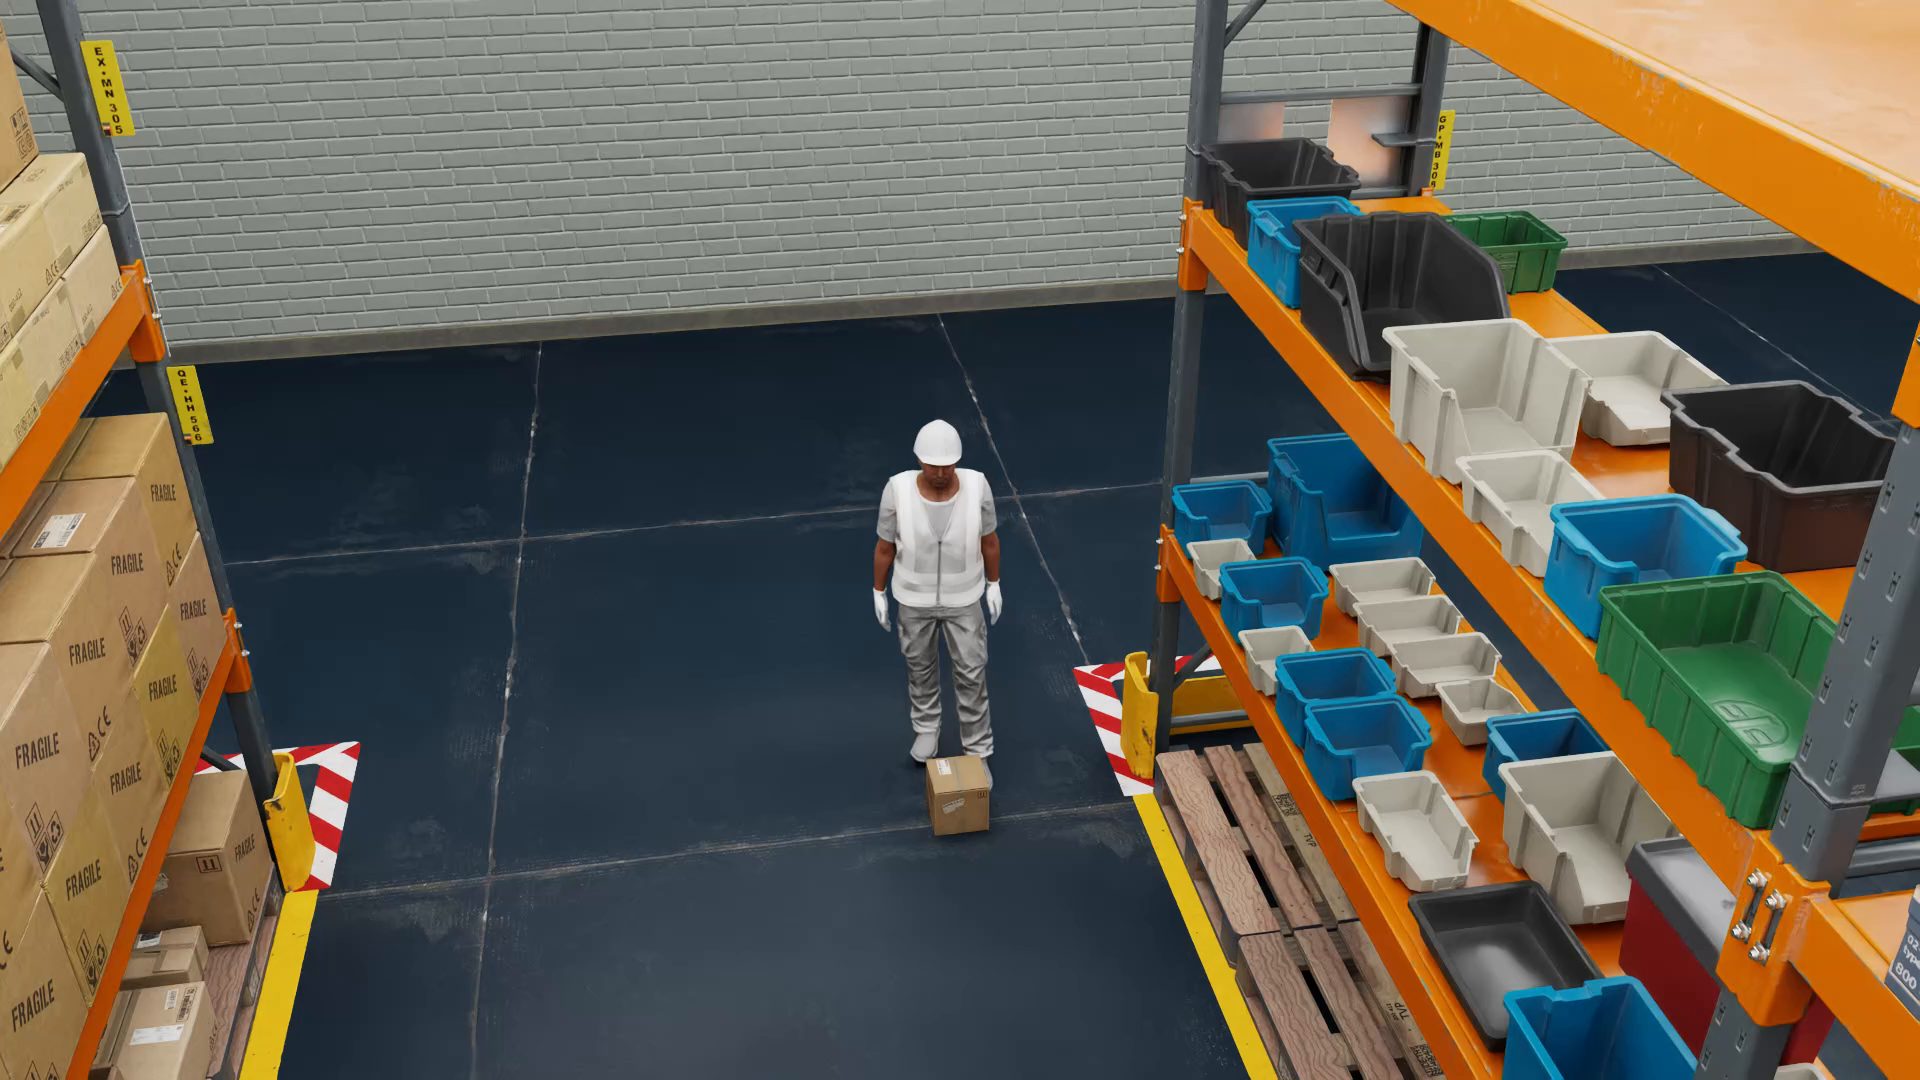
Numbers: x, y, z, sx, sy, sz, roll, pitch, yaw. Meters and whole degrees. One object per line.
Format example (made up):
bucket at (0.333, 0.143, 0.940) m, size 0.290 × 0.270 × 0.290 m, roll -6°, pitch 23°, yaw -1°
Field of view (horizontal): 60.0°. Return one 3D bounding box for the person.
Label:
person at (-0.097, 0.305, 7.585) m, size 0.598 × 1.787 × 0.539 m, roll -1°, pitch 30°, yaw -2°
